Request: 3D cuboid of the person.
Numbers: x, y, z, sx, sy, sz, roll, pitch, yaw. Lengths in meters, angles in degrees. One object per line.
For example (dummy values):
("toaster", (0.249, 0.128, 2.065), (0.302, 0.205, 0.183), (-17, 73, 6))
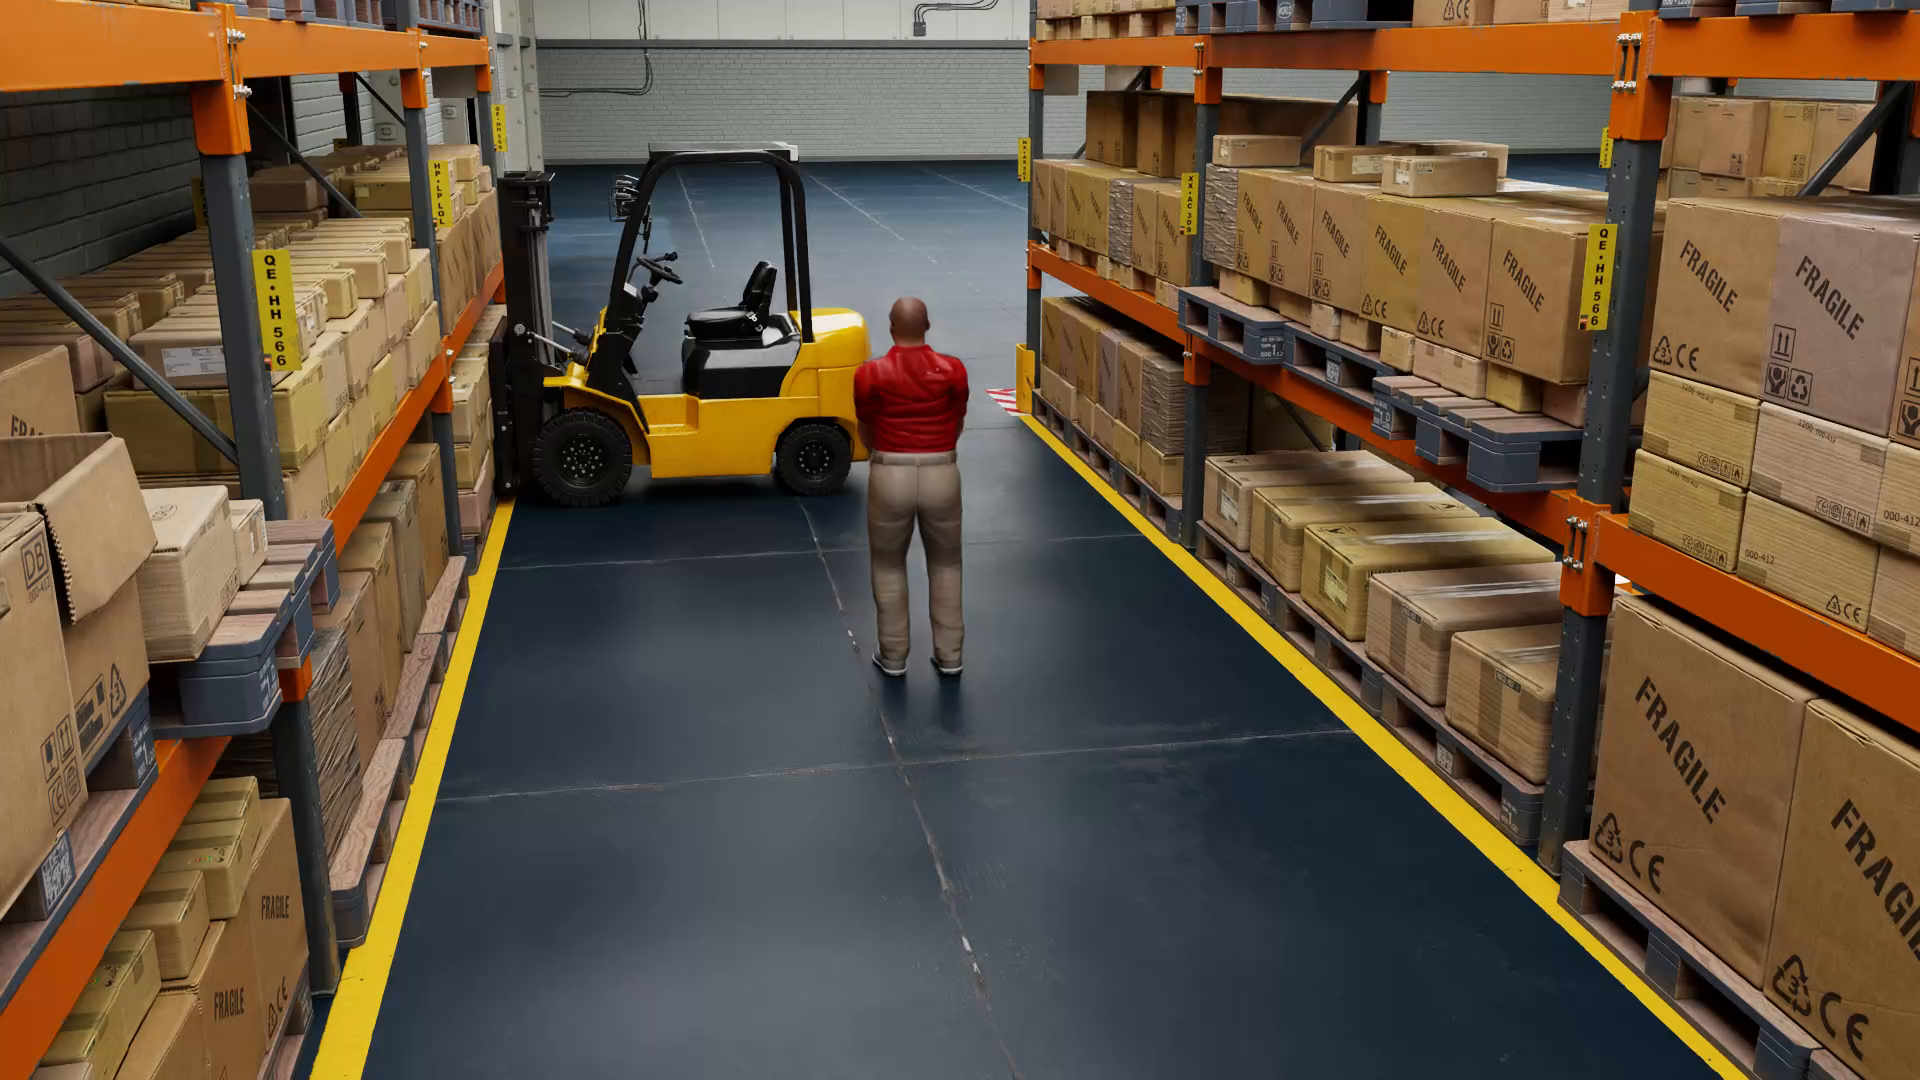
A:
("person", (-0.222, -0.252, 7.433), (0.501, 1.723, 0.527), (-2, 16, -6))
